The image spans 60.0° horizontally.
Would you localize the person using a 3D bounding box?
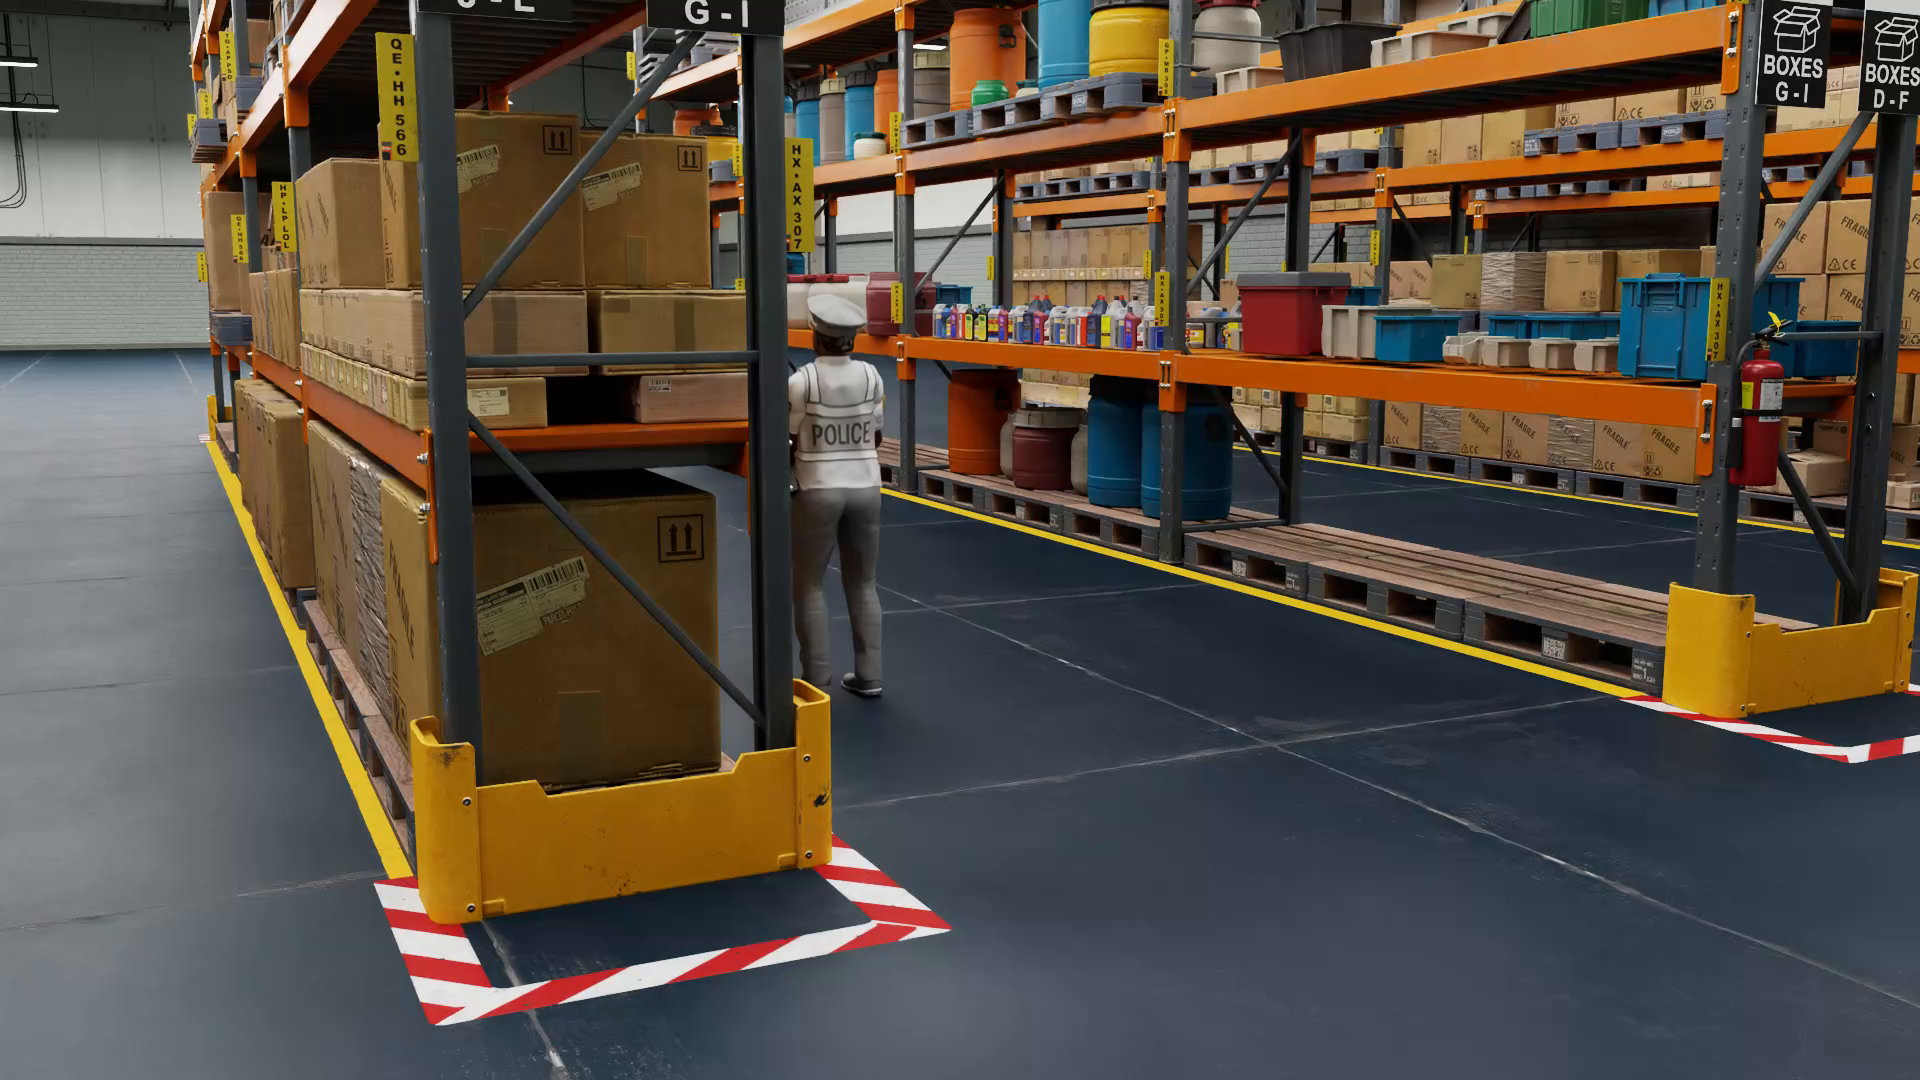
[{"bbox_3d":[-0.548,-0.183,6.972,0.450,1.687,0.533,-4,10,-25],"label":"person"}]
